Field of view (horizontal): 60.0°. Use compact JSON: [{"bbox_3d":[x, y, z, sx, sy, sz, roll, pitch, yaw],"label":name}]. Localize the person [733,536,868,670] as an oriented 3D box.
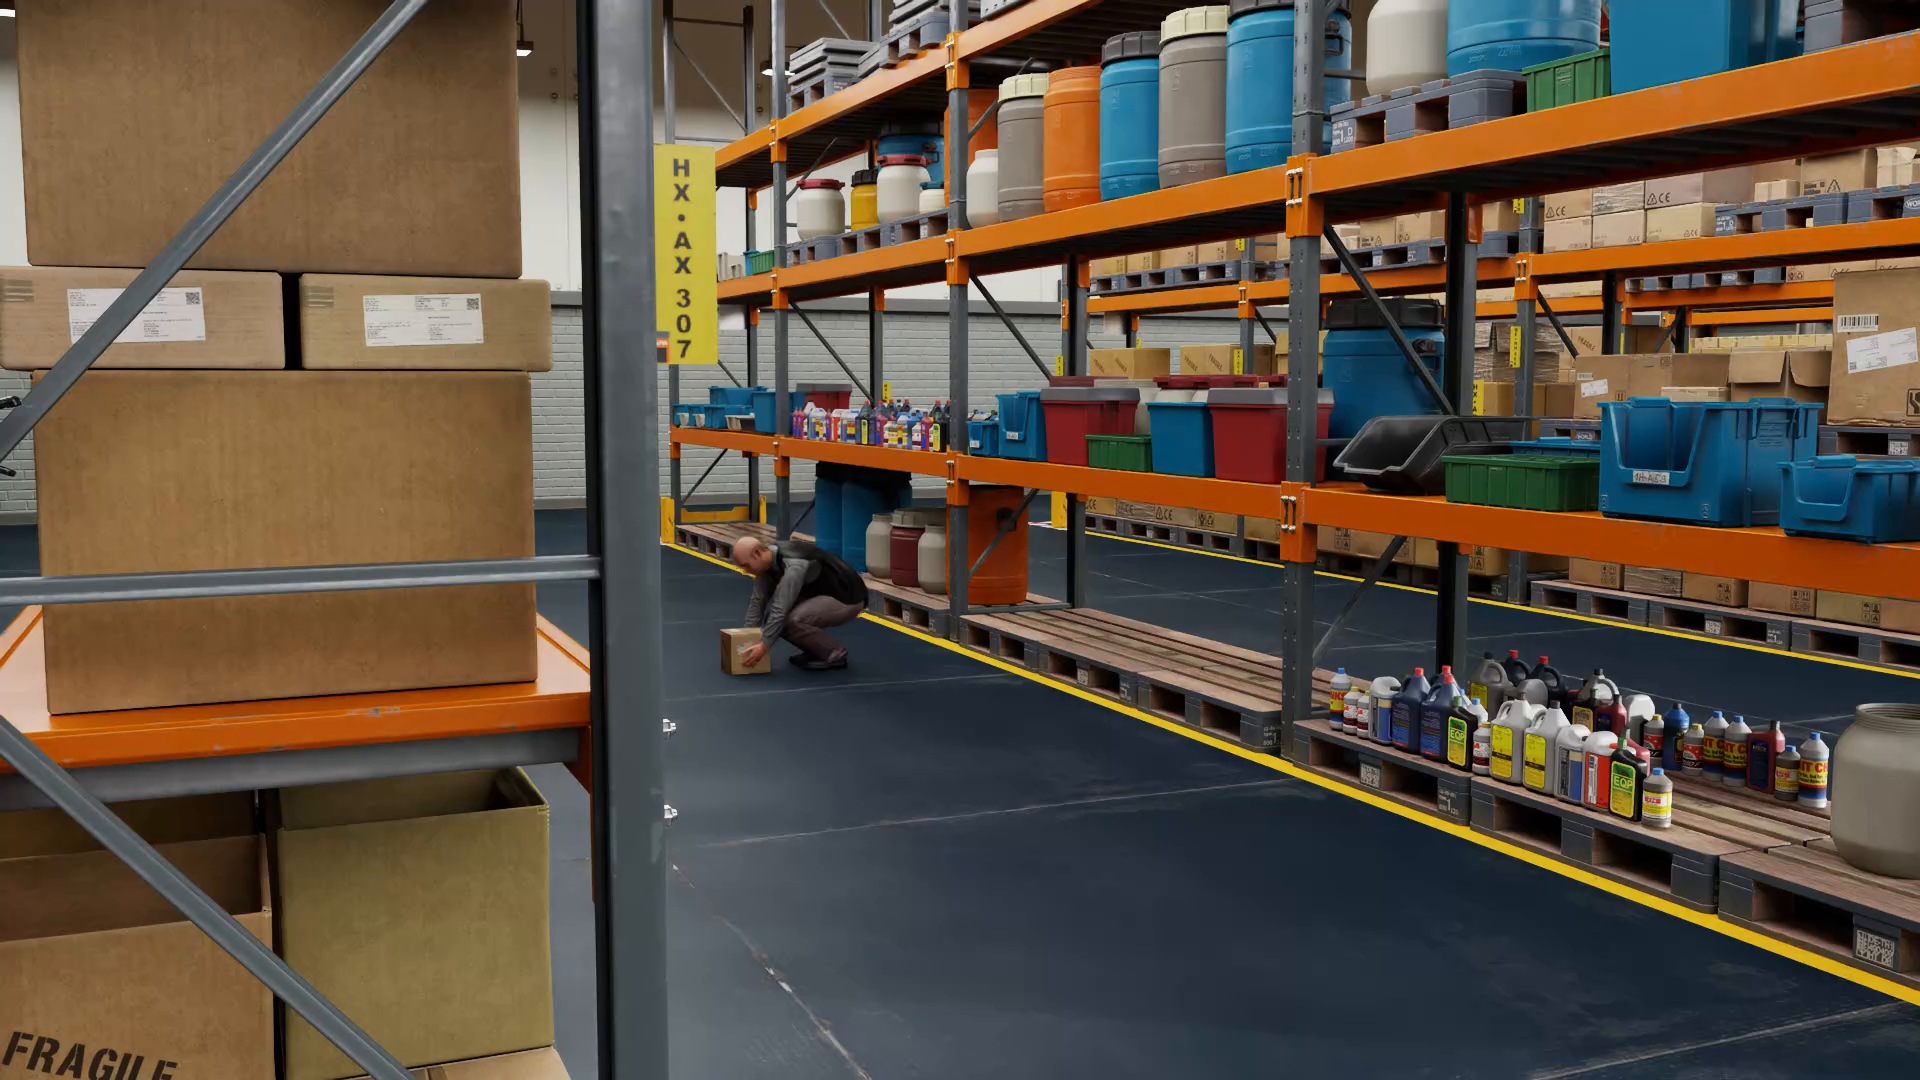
[{"bbox_3d":[-1.017,0.386,10.480,0.873,0.851,0.532,-2,6,-24],"label":"person"}]
